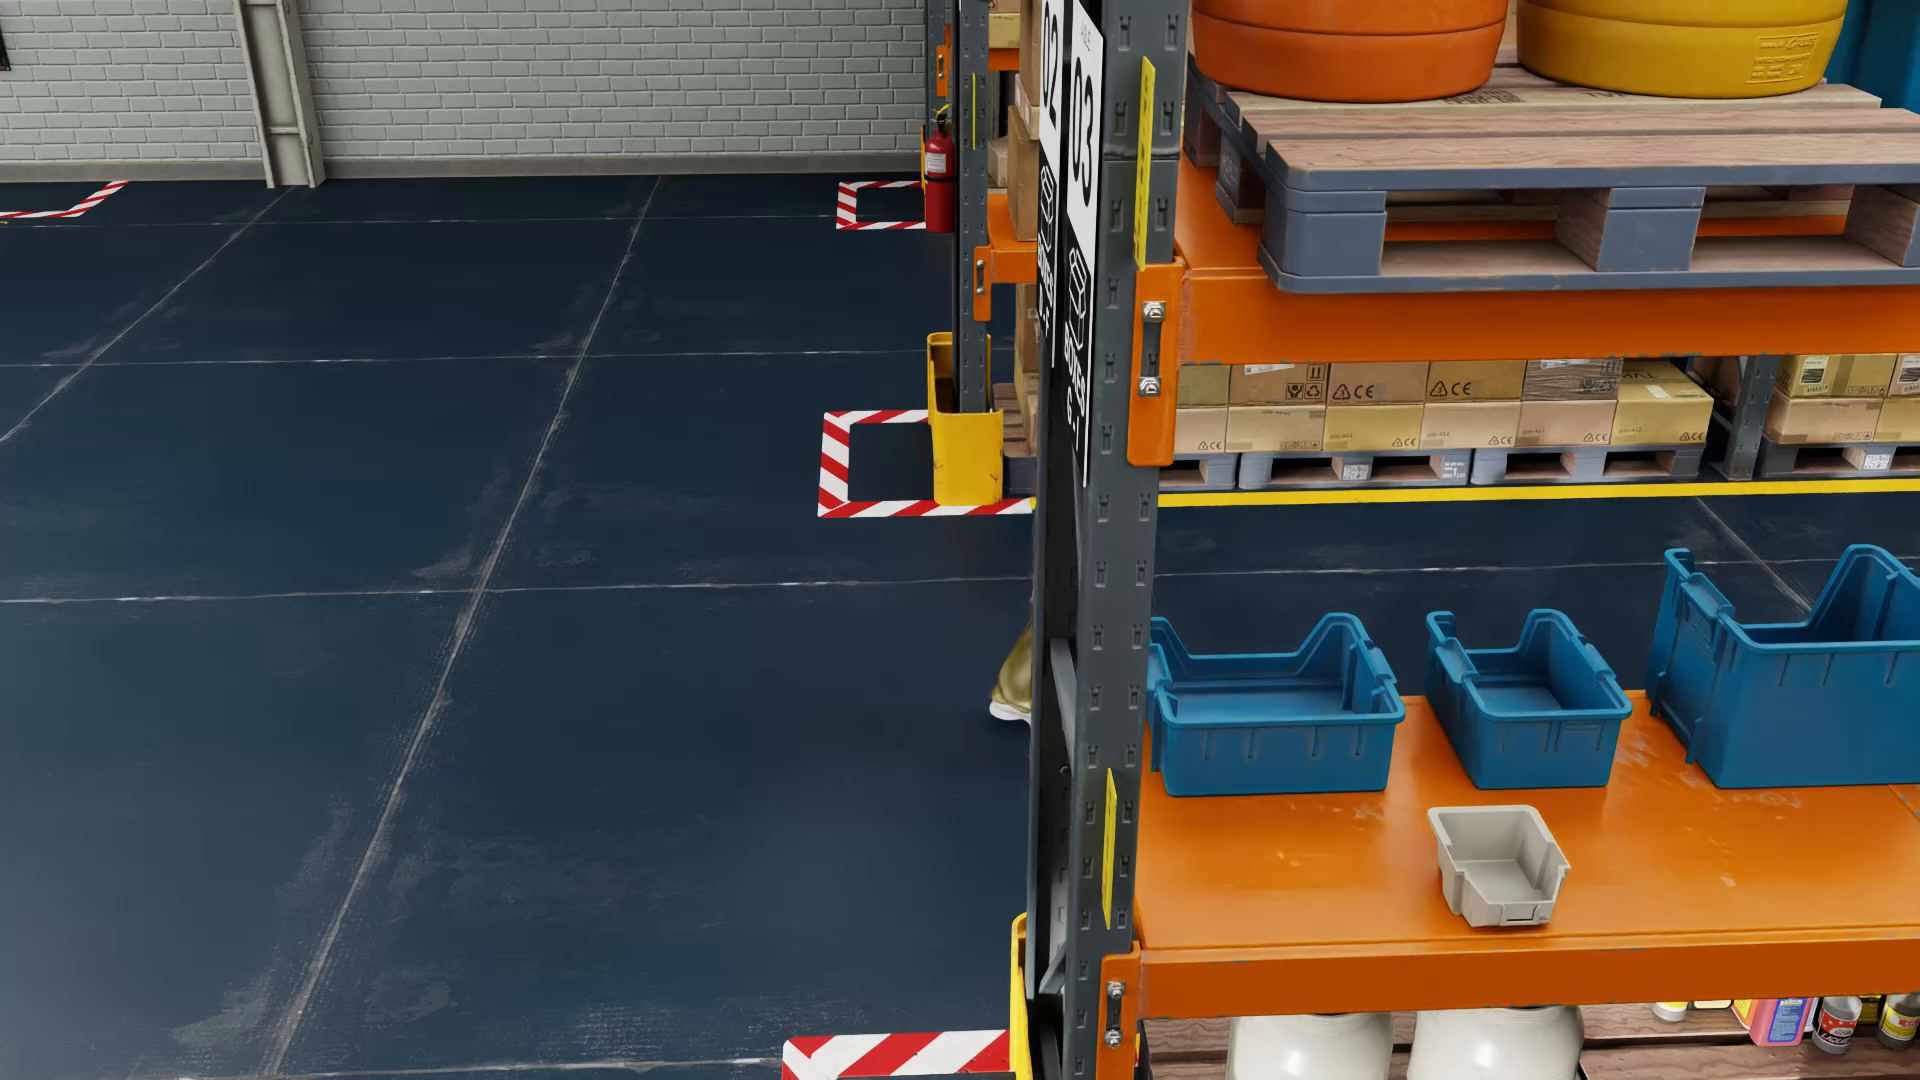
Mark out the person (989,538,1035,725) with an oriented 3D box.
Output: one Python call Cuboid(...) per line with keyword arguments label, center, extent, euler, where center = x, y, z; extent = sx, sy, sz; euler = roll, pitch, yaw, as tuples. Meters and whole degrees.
Cuboid(label="person", center=(0.481, 0.072, 6.115), extent=(0.819, 1.658, 0.669), euler=(9, 29, 17))
